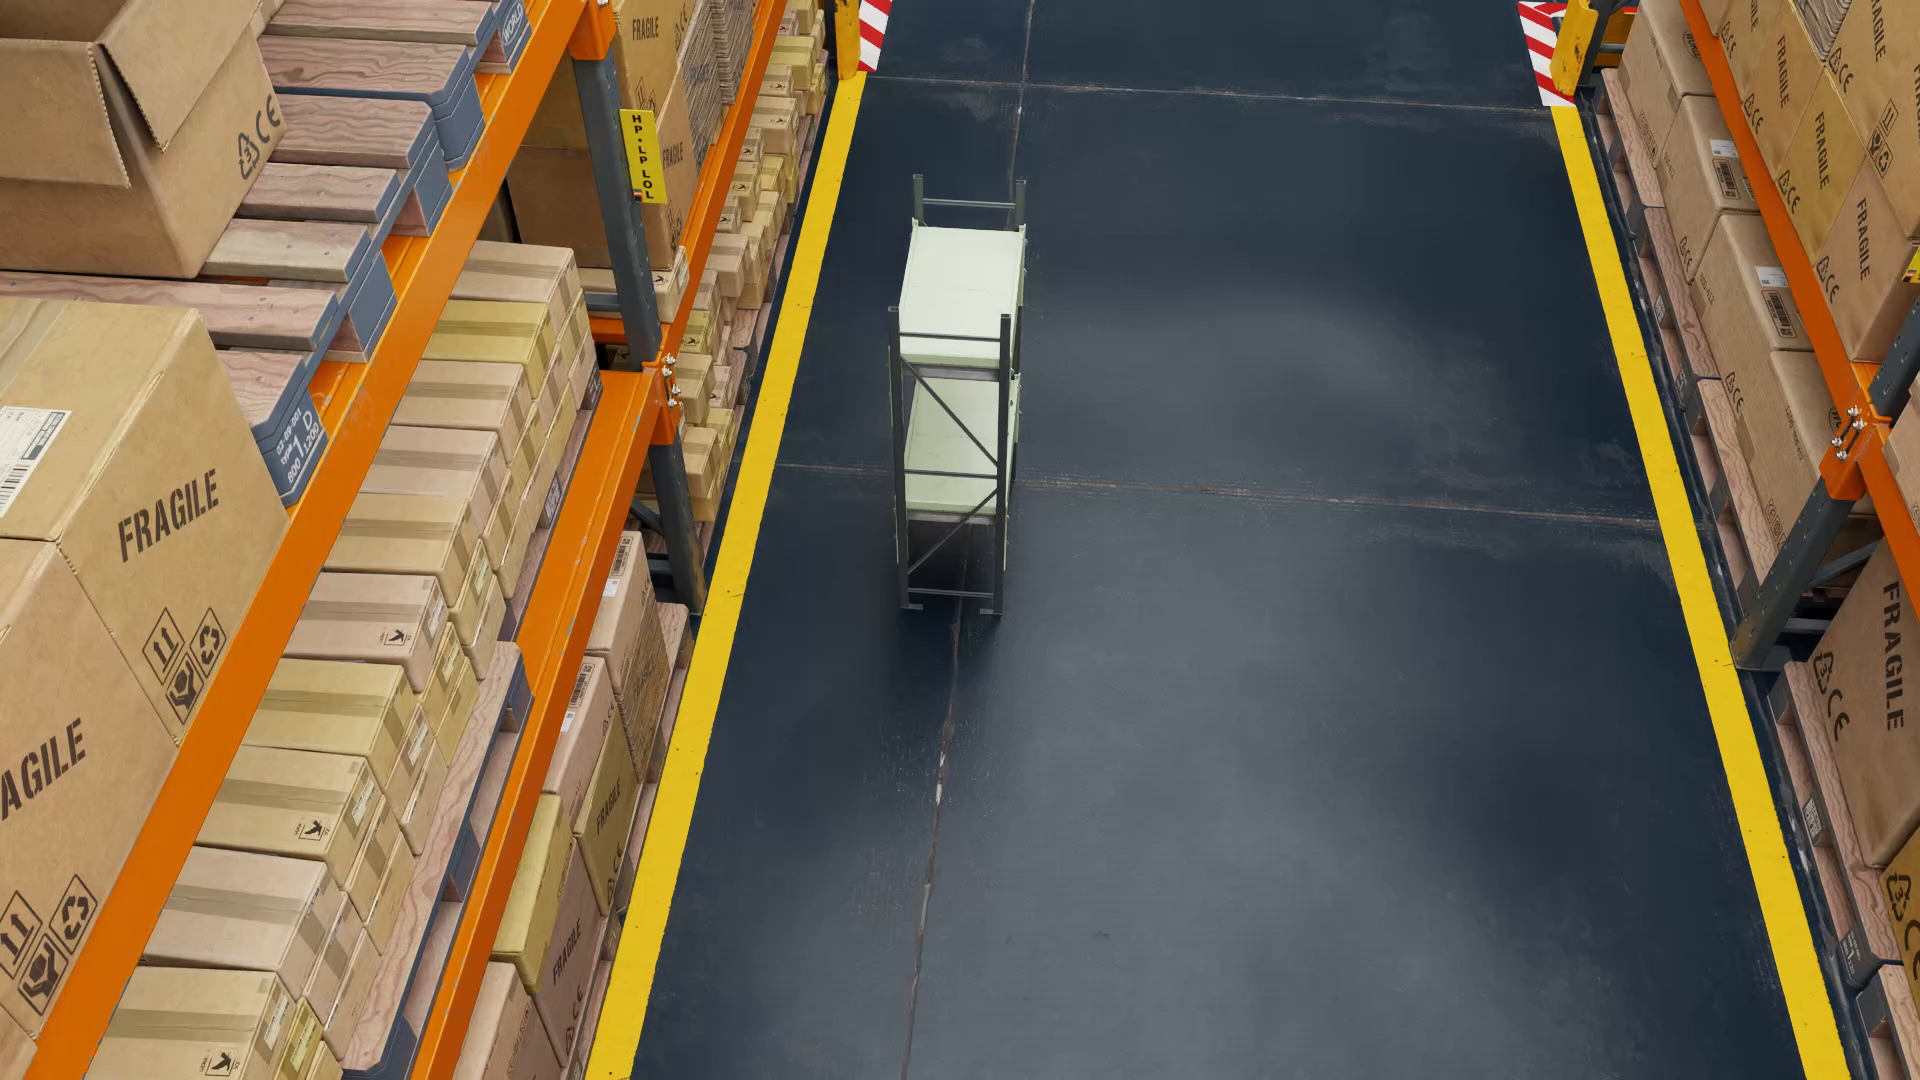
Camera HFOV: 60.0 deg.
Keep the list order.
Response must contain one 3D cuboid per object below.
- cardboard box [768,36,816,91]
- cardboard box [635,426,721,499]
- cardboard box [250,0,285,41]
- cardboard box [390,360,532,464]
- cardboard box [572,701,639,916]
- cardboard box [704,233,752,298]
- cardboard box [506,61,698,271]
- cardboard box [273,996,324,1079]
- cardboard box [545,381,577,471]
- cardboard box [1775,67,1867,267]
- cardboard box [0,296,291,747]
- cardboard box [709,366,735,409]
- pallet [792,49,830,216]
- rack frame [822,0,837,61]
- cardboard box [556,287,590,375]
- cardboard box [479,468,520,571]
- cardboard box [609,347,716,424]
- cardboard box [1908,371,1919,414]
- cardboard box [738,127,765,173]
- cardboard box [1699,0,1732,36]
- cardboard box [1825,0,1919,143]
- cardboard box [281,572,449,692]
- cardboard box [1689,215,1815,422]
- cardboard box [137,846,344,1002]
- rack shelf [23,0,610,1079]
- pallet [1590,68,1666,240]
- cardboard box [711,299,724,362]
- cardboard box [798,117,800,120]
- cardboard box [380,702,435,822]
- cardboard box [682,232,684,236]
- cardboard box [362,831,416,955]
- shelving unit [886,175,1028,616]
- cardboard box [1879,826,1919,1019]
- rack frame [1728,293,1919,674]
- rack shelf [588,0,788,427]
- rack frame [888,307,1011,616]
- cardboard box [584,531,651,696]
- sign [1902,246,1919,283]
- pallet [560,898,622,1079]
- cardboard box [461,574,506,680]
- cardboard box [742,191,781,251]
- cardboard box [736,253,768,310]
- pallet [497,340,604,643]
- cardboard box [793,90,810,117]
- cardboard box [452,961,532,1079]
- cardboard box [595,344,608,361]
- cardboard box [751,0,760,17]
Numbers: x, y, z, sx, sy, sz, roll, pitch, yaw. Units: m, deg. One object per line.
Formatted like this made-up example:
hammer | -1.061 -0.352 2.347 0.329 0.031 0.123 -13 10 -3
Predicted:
cardboard box | -0.908 -2.323 8.086 0.380 0.149 0.250 3 48 3
cardboard box | -1.148 -0.314 6.450 0.380 0.149 0.250 6 48 5
cardboard box | -1.789 -1.281 3.632 0.500 0.311 0.500 3 48 3
cardboard box | -1.391 -0.352 4.521 0.380 0.149 0.250 2 48 2
cardboard box | -1.363 0.850 5.349 0.500 0.500 0.500 3 48 3
cardboard box | -1.098 -1.171 7.033 0.380 0.149 0.250 5 48 4
cardboard box | -1.203 -1.270 5.610 0.500 0.500 0.500 3 48 3
cardboard box | -1.554 1.070 3.423 0.380 0.149 0.250 4 48 4
cardboard box | -1.361 -0.350 4.923 0.380 0.149 0.250 4 48 4
cardboard box | 3.268 -1.301 5.839 0.500 0.500 0.500 3 48 3
cardboard box | -1.468 -0.033 2.647 0.500 0.500 0.500 4 48 4
cardboard box | -1.151 -0.596 6.910 0.380 0.149 0.250 4 48 3
pallet | -1.251 -2.137 8.561 1.003 0.211 1.213 4 48 4
rack frame | -1.135 -3.729 8.127 1.000 3.000 0.127 4 48 4
cardboard box | -1.339 -0.641 4.987 0.380 0.149 0.250 5 48 5
cardboard box | -1.408 -0.064 4.460 0.380 0.149 0.250 2 48 2
cardboard box | -1.178 -0.607 6.517 0.380 0.149 0.250 6 48 5
cardboard box | 3.118 -0.344 4.795 0.500 0.250 0.500 3 48 2
cardboard box | -1.098 -1.750 7.562 0.380 0.149 0.250 2 48 2
cardboard box | 3.391 -2.424 6.867 0.500 0.500 0.500 4 48 3
cardboard box | 3.262 -1.639 5.471 0.500 0.500 0.500 3 48 3
cardboard box | -1.461 0.219 4.000 0.380 0.149 0.250 2 48 2
cardboard box | 3.684 -0.920 7.010 0.875 0.438 0.875 3 48 2
cardboard box | -1.533 0.795 3.473 0.380 0.149 0.250 6 48 5
rack shelf | -1.682 -0.089 3.253 1.077 0.370 4.000 4 48 4
pallet | 3.809 -1.936 8.378 1.003 0.211 1.213 4 48 4
cardboard box | -1.200 -0.886 6.973 0.380 0.149 0.250 2 48 2
cardboard box | -1.008 -2.123 8.307 0.380 0.149 0.250 4 48 3
cardboard box | -1.483 0.506 3.938 0.380 0.149 0.250 5 48 5
cardboard box | -1.198 -1.085 5.880 0.380 0.149 0.250 5 48 5
cardboard box | -1.503 0.804 3.868 0.380 0.149 0.250 4 48 4
shelving unit | -0.001 -0.501 6.192 0.431 1.500 0.755 4 48 4
cardboard box | 3.388 1.170 4.802 0.875 0.875 0.875 5 48 5
rack frame | 3.439 -0.531 5.203 1.000 3.000 0.127 4 48 4
rack shelf | -1.317 -2.016 7.049 1.077 0.370 4.000 4 48 4
rack frame | -0.034 -0.232 5.946 0.400 1.500 0.023 4 48 4
cardboard box | -1.316 0.224 5.414 0.500 0.250 0.500 3 48 2
sign | 2.886 -0.886 4.887 0.100 0.325 0.005 4 48 4
pallet | -1.678 1.623 5.122 1.003 0.211 1.213 4 48 4
cardboard box | -1.429 0.222 4.400 0.380 0.149 0.250 2 48 2
cardboard box | -1.018 -1.447 7.486 0.380 0.149 0.250 4 48 4
cardboard box | -1.068 -1.171 7.436 0.380 0.149 0.250 3 48 2
pallet | -1.714 -0.173 5.005 1.003 0.211 1.213 4 48 4
cardboard box | -0.944 -2.220 8.193 0.380 0.149 0.250 2 48 2
cardboard box | -1.456 1.373 4.363 0.500 0.250 0.500 4 48 4
cardboard box | -1.648 -0.897 6.984 0.380 0.149 0.250 4 48 4
cardboard box | -1.064 -2.398 6.641 0.500 0.500 0.500 6 48 5
